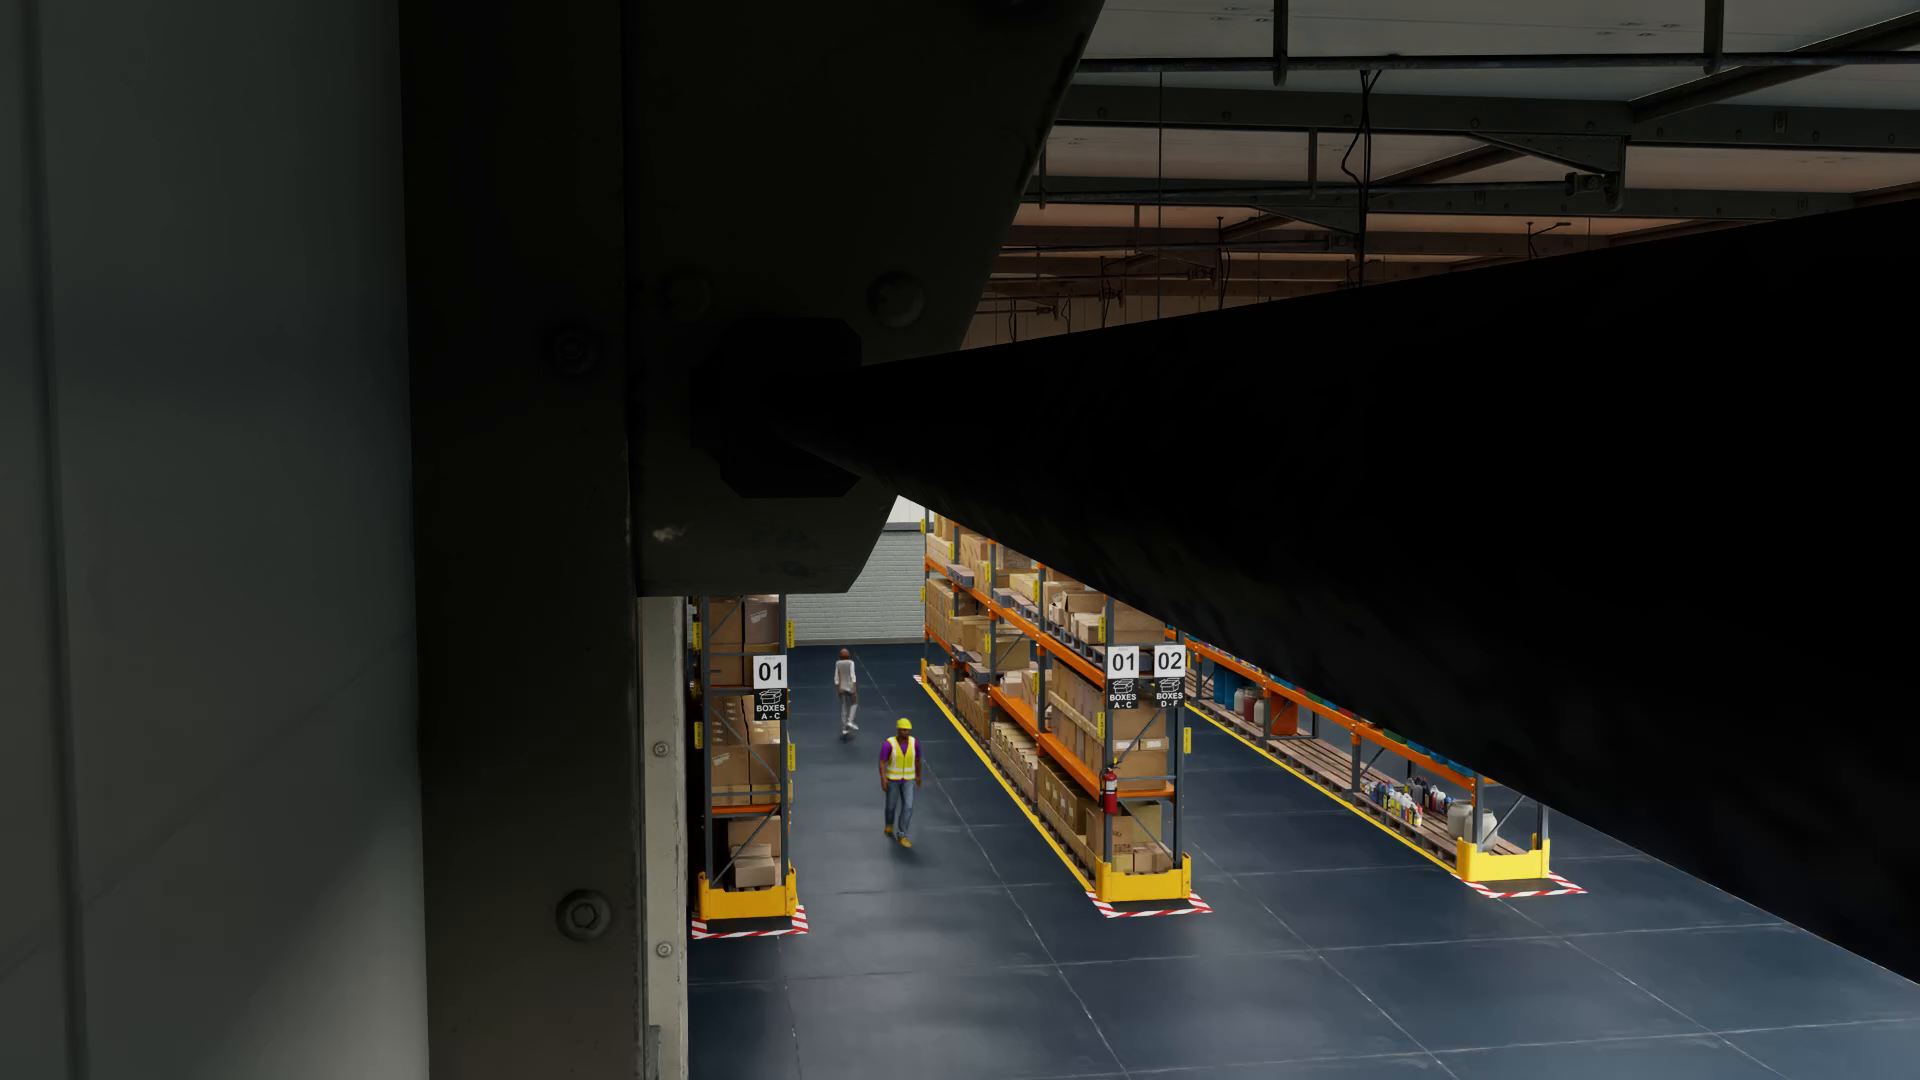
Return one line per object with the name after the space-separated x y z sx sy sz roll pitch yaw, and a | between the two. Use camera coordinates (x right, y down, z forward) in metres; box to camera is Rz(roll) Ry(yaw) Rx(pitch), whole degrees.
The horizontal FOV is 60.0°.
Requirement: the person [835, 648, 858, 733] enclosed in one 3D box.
-2.127 2.798 31.028 0.448 1.583 0.471 1 5 6 | person

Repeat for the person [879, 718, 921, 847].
-0.833 3.406 23.562 0.665 1.765 0.775 -2 5 -20 | person
